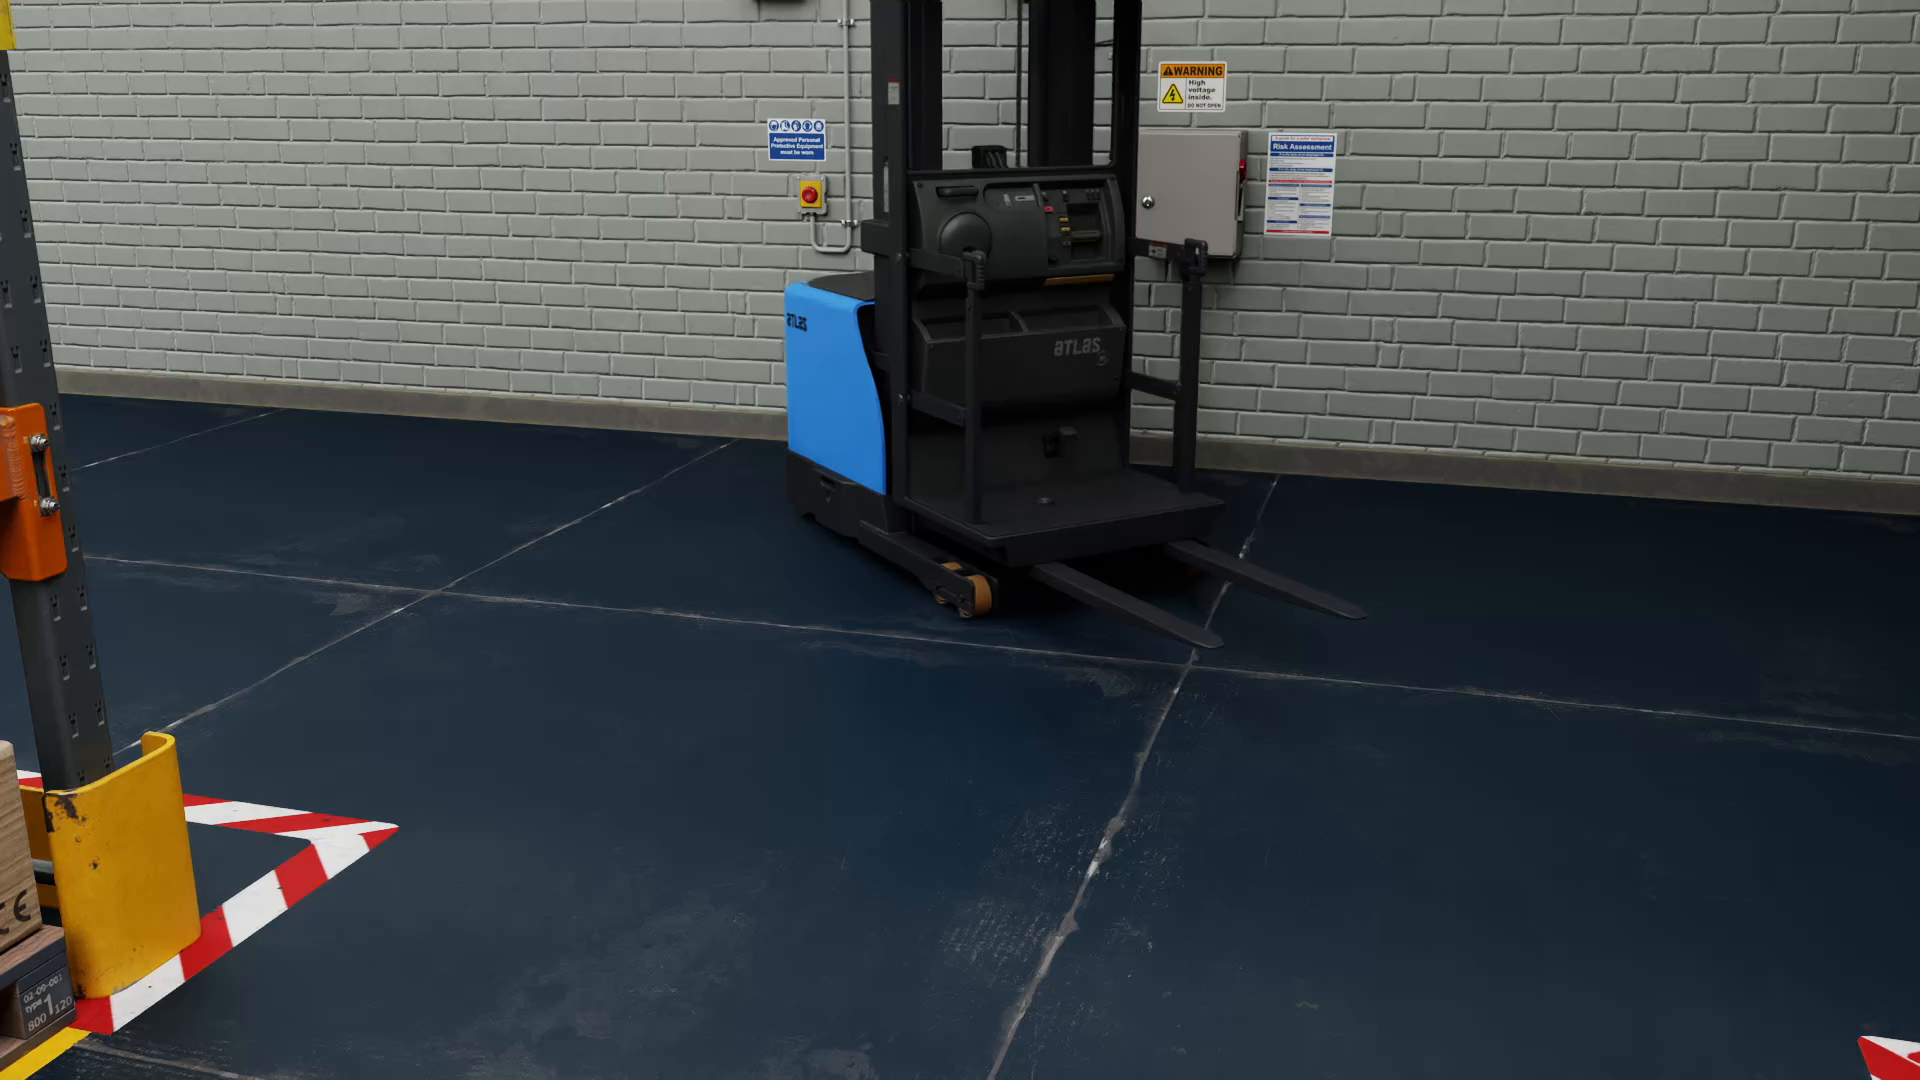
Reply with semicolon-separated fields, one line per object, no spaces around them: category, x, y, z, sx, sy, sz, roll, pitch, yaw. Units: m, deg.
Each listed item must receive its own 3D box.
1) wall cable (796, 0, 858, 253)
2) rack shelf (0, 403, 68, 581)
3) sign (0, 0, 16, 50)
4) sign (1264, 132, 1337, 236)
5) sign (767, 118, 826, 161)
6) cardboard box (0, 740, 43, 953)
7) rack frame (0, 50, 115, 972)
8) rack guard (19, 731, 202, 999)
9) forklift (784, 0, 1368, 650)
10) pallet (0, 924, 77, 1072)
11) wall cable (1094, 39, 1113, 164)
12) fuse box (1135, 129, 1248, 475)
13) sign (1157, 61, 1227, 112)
wall cable;-0.838;-2.478;8.650;0.585;1.953;0.123;5;16;16
rack shelf;-2.987;0.372;1.839;1.077;0.370;4.000;5;16;16
sign;-1.902;-1.122;3.234;0.100;0.325;0.005;5;16;16
sign;1.667;-1.743;8.153;0.329;0.494;0.001;5;16;16
sign;-0.867;-2.124;8.825;0.327;0.218;0.001;5;16;16
cardboard box;-2.510;0.714;3.241;0.875;0.438;0.875;4;16;14
rack frame;-2.418;-0.497;3.585;1.000;3.000;0.127;5;16;16
rack guard;-2.412;0.699;3.948;1.175;0.500;0.348;5;16;16
forklift;0.350;-1.255;6.383;1.130;2.935;3.031;-9;18;-28
pallet;-2.571;1.060;3.207;1.003;0.211;1.213;5;16;16
wall cable;0.525;-2.356;8.277;0.588;1.984;0.122;5;16;16
fuse box;1.134;-1.153;8.260;0.539;1.711;0.414;5;16;16
sign;1.140;-2.229;8.177;0.339;0.242;0.001;5;16;16
